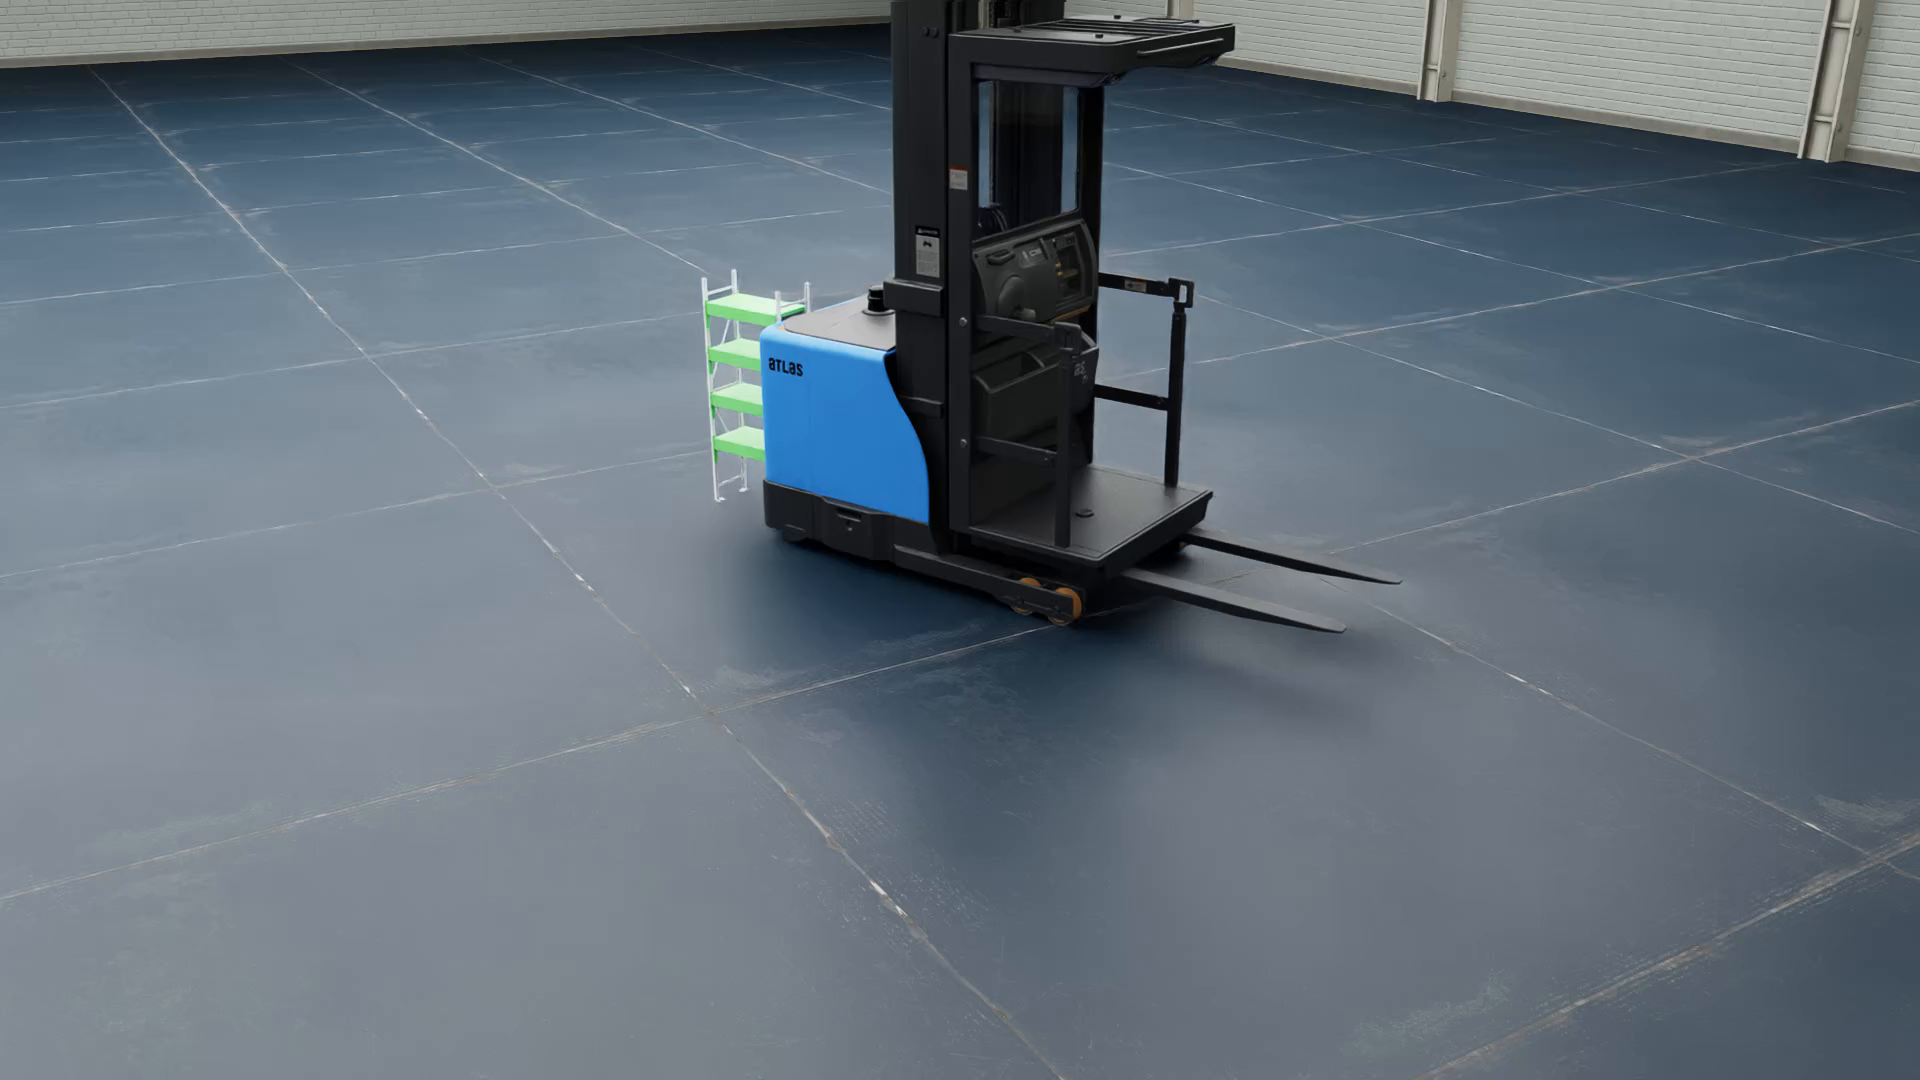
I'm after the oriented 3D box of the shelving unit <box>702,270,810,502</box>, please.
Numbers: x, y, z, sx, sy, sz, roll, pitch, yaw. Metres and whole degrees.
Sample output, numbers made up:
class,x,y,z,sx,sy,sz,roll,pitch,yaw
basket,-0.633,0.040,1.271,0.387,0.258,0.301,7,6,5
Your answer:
class,x,y,z,sx,sy,sz,roll,pitch,yaw
shelving unit,-1.026,-0.743,8.546,0.503,1.200,0.258,15,26,32

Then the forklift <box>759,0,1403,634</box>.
class,x,y,z,sx,sy,sz,roll,pitch,yaw
forklift,0.517,-1.206,7.385,3.031,2.935,1.130,15,26,32

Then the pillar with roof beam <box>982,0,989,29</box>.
class,x,y,z,sx,sy,sz,roll,pitch,yaw
pillar with roof beam,-3.035,-13.531,29.650,9.100,9.000,0.400,-13,25,-28

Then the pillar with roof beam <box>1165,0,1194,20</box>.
class,x,y,z,sx,sy,sz,roll,pitch,yaw
pillar with roof beam,0.030,-11.589,24.872,9.100,9.000,0.400,-13,25,-28

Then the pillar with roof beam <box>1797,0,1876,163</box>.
class,x,y,z,sx,sy,sz,roll,pitch,yaw
pillar with roof beam,6.159,-7.704,15.315,9.100,9.000,0.400,-13,25,-28

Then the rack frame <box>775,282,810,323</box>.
class,x,y,z,sx,sy,sz,roll,pitch,yaw
rack frame,-0.827,-0.690,8.416,0.015,1.200,0.240,15,26,32

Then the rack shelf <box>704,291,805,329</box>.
class,x,y,z,sx,sy,sz,roll,pitch,yaw
rack shelf,-1.026,-1.129,8.390,0.480,0.148,0.258,15,26,32

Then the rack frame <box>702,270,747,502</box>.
class,x,y,z,sx,sy,sz,roll,pitch,yaw
rack frame,-1.225,-0.796,8.677,0.015,1.200,0.240,15,26,32

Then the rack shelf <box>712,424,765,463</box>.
class,x,y,z,sx,sy,sz,roll,pitch,yaw
rack shelf,-1.026,-0.462,8.661,0.480,0.148,0.258,15,26,32

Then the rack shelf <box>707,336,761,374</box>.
class,x,y,z,sx,sy,sz,roll,pitch,yaw
rack shelf,-1.026,-0.906,8.480,0.480,0.148,0.258,15,26,32

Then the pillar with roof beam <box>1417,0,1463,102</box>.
class,x,y,z,sx,sy,sz,roll,pitch,yaw
pillar with roof beam,3.095,-9.646,20.093,9.100,9.000,0.400,-13,25,-28

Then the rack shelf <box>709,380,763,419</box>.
class,x,y,z,sx,sy,sz,roll,pitch,yaw
rack shelf,-1.026,-0.684,8.570,0.480,0.148,0.258,15,26,32
